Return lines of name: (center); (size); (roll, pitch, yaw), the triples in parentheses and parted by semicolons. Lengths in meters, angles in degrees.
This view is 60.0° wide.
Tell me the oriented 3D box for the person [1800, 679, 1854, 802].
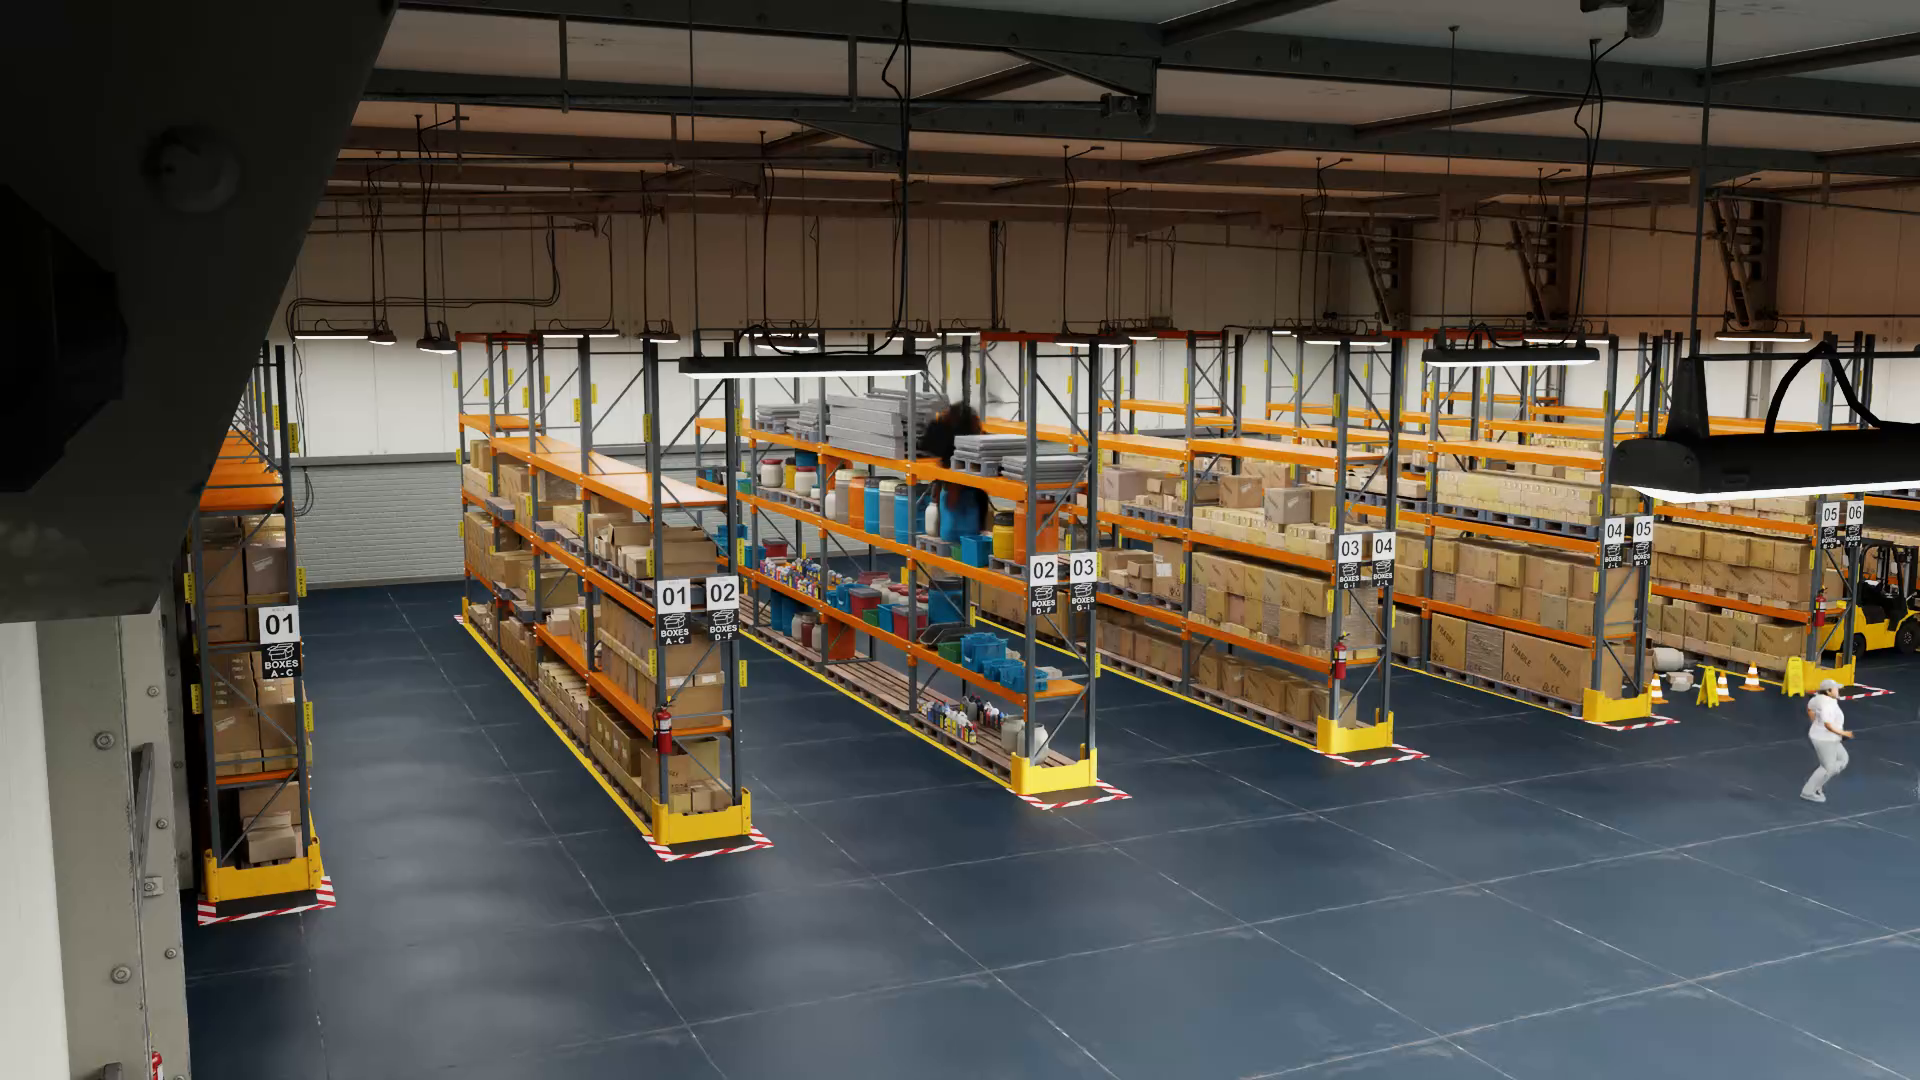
person: (11.348, 2.605, 21.742); (0.570, 1.627, 0.618); (2, 8, 17)
